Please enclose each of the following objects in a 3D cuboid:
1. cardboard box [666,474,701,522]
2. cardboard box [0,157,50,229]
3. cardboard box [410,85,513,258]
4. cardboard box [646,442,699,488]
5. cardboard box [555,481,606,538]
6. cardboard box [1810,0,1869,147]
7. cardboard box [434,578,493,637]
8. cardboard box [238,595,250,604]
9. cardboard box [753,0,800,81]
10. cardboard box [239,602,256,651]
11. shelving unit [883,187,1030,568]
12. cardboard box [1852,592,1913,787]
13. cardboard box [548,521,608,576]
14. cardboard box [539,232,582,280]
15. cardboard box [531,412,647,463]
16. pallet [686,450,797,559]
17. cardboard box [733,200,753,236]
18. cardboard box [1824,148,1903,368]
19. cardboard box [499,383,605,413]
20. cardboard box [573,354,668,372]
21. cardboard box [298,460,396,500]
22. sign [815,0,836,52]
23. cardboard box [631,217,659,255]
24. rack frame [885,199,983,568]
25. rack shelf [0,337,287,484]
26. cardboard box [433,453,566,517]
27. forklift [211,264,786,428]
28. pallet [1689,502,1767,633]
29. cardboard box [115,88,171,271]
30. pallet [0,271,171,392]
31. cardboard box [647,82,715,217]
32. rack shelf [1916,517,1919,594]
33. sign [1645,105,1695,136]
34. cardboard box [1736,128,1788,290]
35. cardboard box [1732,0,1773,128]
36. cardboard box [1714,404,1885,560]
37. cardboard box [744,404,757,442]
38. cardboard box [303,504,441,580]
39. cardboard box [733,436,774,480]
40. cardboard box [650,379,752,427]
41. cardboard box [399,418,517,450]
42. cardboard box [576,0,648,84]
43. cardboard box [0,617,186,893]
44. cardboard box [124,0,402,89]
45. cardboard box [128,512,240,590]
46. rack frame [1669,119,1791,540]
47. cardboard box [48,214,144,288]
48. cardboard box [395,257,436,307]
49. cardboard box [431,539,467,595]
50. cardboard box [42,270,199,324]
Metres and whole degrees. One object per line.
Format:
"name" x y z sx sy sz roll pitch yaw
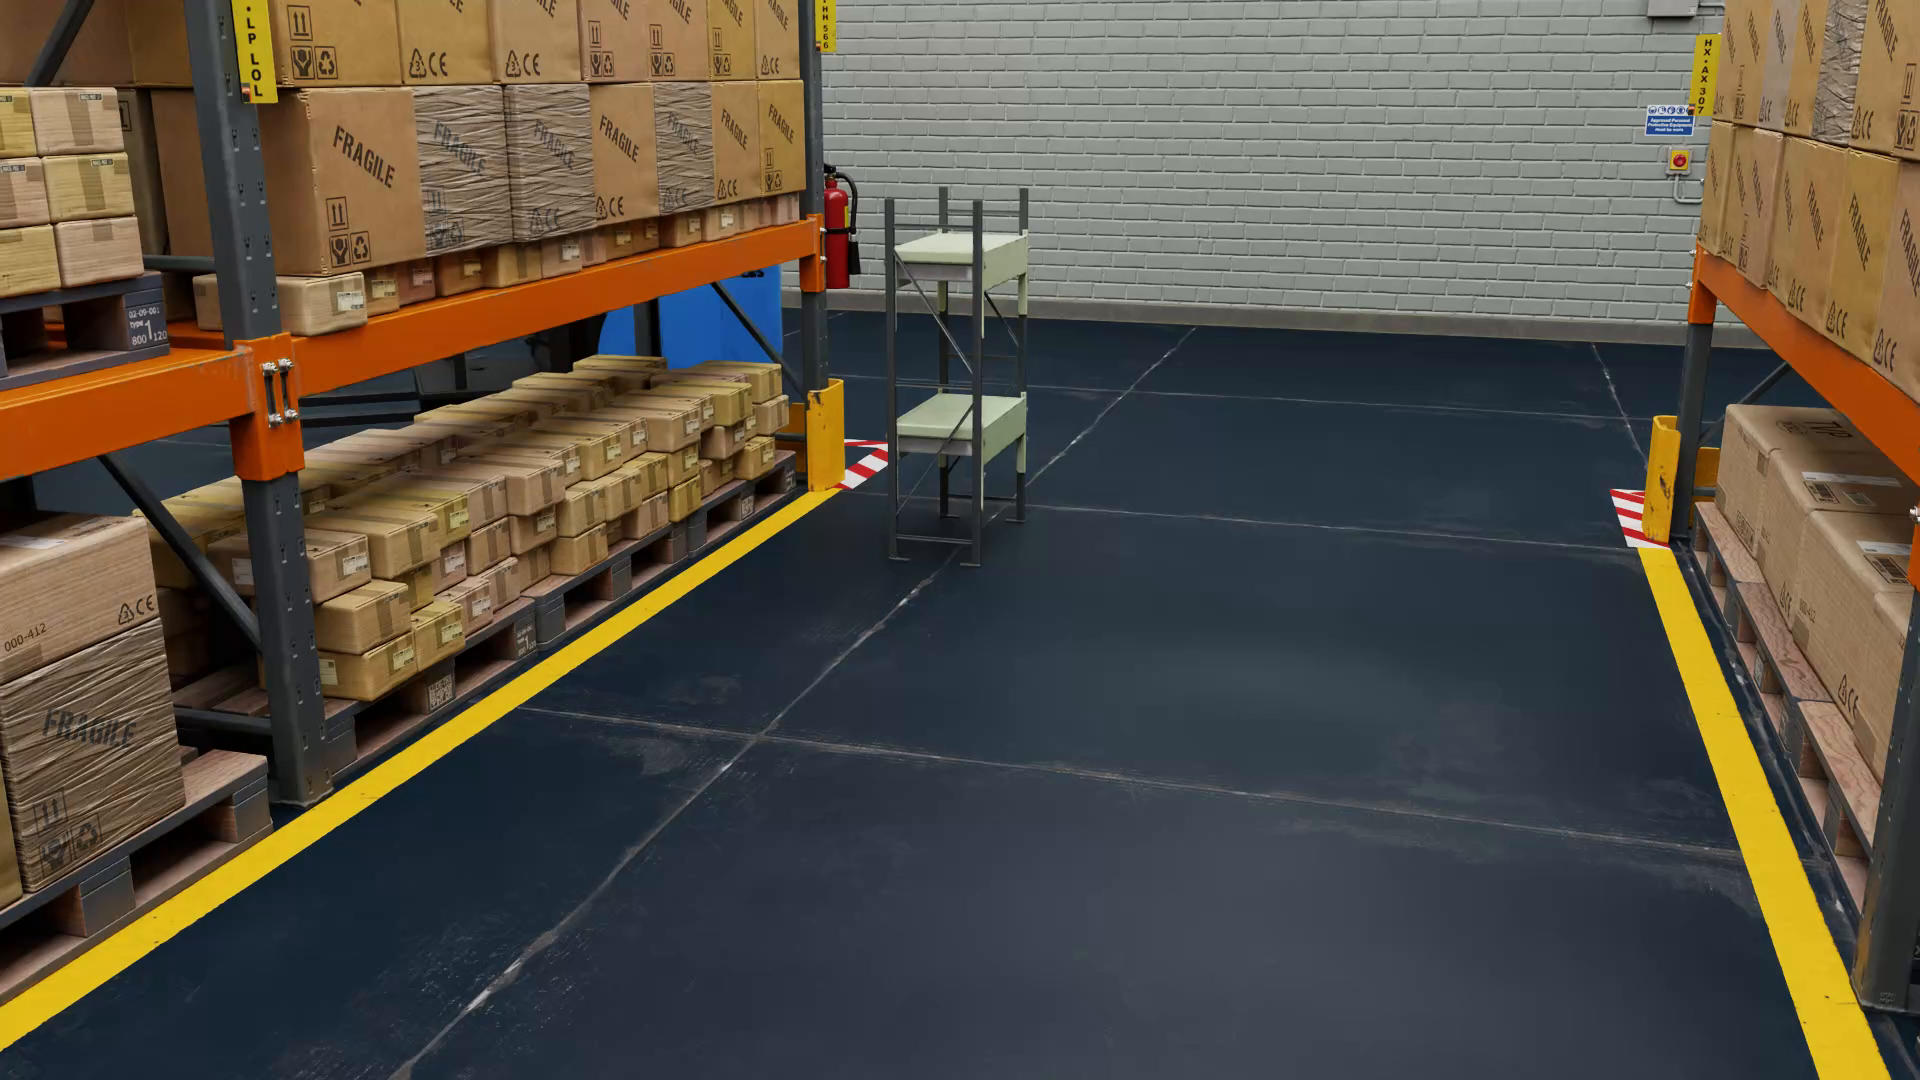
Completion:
"cardboard box" -1.307 -0.188 6.950 0.380 0.149 0.250 4 16 13
"cardboard box" -2.288 -0.775 3.712 0.380 0.149 0.250 5 17 16
"cardboard box" -1.774 -1.171 5.232 0.500 0.500 0.500 5 16 16
"cardboard box" -1.311 -0.327 6.894 0.380 0.149 0.250 5 17 17
"cardboard box" -1.547 -0.125 6.181 0.380 0.149 0.250 4 16 15
"cardboard box" 2.641 -1.322 4.478 0.500 0.500 0.500 5 17 17
"cardboard box" -1.782 0.221 5.508 0.380 0.149 0.250 5 16 16
"cardboard box" -2.441 0.108 5.361 0.380 0.149 0.250 4 16 13
"cardboard box" -1.045 -2.319 7.448 0.500 0.500 0.500 4 16 15
"cardboard box" -2.351 0.239 5.443 0.380 0.149 0.250 5 17 17
"shelving unit" -0.002 -0.720 7.119 0.431 1.500 0.755 5 16 16
"cardboard box" 2.766 0.493 4.022 0.875 0.438 0.875 4 16 15
"cardboard box" -1.549 0.017 6.227 0.380 0.149 0.250 4 16 14
"cardboard box" -1.568 -1.016 5.874 0.380 0.149 0.250 5 17 18
"cardboard box" -1.478 -0.408 6.635 0.380 0.149 0.250 4 16 14
"pallet" -1.440 -0.215 7.700 1.003 0.211 1.213 5 16 16
"cardboard box" -1.139 -1.429 7.331 0.380 0.149 0.250 4 16 15
"cardboard box" 2.512 -0.706 4.140 0.500 0.500 0.500 4 16 15
"cardboard box" -1.777 -0.583 7.253 0.380 0.149 0.250 4 16 13
"cardboard box" -1.628 -0.792 7.989 0.380 0.149 0.250 4 16 13
"cardboard box" -2.192 -0.167 5.786 0.380 0.149 0.250 5 17 18
"sign" -0.627 -2.447 7.758 0.100 0.325 0.005 5 16 16
"cardboard box" -1.426 -1.228 6.621 0.380 0.149 0.250 4 16 14
"rack frame" -0.106 -0.624 6.781 0.400 1.500 0.023 5 16 16
"rack shelf" -2.859 0.130 2.693 1.077 0.370 4.000 5 16 16
"cardboard box" -1.631 -0.198 5.895 0.380 0.149 0.250 5 17 17
"forklift" -2.564 -2.014 9.058 3.031 2.935 1.130 -6 17 -19
"pallet" 3.469 0.128 6.491 1.003 0.211 1.213 5 16 16
"cardboard box" -2.424 -1.079 4.909 0.500 0.500 0.500 5 16 16
"pallet" -2.647 -0.459 3.801 1.003 0.211 1.213 5 16 16
"cardboard box" -1.321 -1.572 6.646 0.500 0.500 0.500 5 16 16
"rack shelf" 1.916 0.487 1.433 1.077 0.370 4.000 5 16 16
"sign" 5.172 -3.055 12.109 0.327 0.218 0.001 5 16 16
"cardboard box" 2.931 -1.107 5.553 0.500 0.500 0.500 5 16 16
"cardboard box" 3.071 -1.719 5.876 0.500 0.500 0.500 4 16 14
"cardboard box" 3.529 -0.218 6.525 0.875 0.438 0.875 4 16 14
"cardboard box" -1.156 -0.535 7.629 0.380 0.149 0.250 4 16 15
"cardboard box" -1.859 0.002 5.189 0.380 0.149 0.250 5 17 19
"cardboard box" -1.079 -0.388 7.653 0.380 0.149 0.250 5 17 18
"cardboard box" -1.139 -0.606 7.332 0.380 0.149 0.250 4 16 15
"cardboard box" -1.963 -0.373 6.512 0.380 0.149 0.250 5 16 16
"cardboard box" -1.476 -1.911 6.010 0.500 0.500 0.500 4 16 14
"cardboard box" -2.259 0.474 3.972 0.500 0.500 0.500 4 16 15
"cardboard box" -1.928 -1.511 4.599 0.500 0.500 0.500 5 17 17
"cardboard box" -2.439 0.030 5.090 0.380 0.149 0.250 5 17 17
"rack frame" 3.621 -1.429 6.869 1.000 3.000 0.127 5 16 16
"cardboard box" -2.213 -0.701 3.996 0.380 0.149 0.250 4 16 15
"cardboard box" -1.868 -0.815 5.165 0.380 0.149 0.250 4 16 13
"cardboard box" -1.860 0.077 5.470 0.380 0.149 0.250 5 16 16
"cardboard box" -2.434 -0.712 4.801 0.380 0.149 0.250 4 16 15
